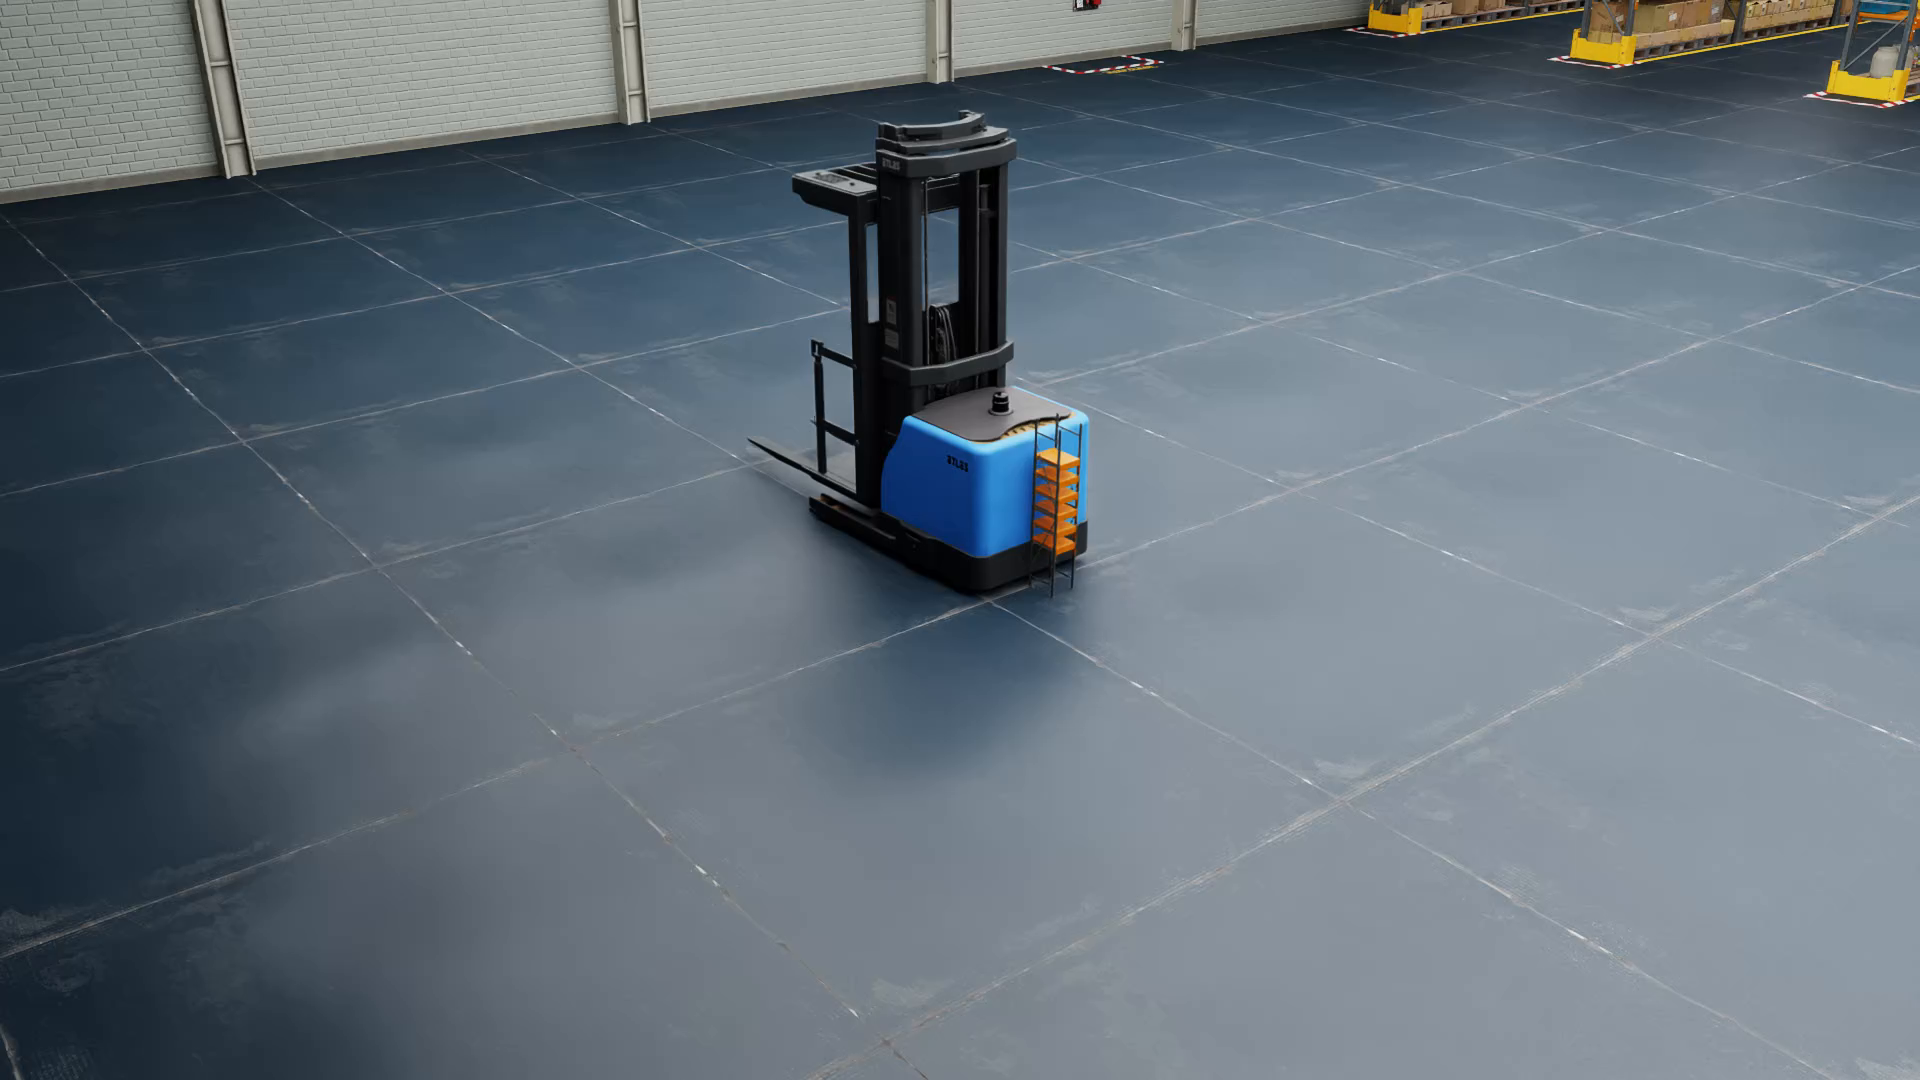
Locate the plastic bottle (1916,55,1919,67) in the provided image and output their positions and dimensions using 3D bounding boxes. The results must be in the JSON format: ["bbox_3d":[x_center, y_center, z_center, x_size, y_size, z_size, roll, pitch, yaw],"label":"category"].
[{"bbox_3d":[16.926,-8.464,29.353,0.097,0.201,0.097,0,25,0],"label":"plastic bottle"}]

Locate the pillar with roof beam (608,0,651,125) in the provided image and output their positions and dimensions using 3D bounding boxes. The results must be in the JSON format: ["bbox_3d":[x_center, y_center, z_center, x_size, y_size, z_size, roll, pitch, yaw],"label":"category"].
[{"bbox_3d":[-2.414,-9.173,20.953,0.400,9.000,9.100,-18,31,-34],"label":"pillar with roof beam"}]

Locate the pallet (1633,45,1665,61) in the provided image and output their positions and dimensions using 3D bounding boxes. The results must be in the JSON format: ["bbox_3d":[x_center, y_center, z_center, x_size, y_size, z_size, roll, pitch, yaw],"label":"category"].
[{"bbox_3d":[12.712,-9.393,31.865,1.213,0.211,1.003,-18,31,-34],"label":"pallet"}]

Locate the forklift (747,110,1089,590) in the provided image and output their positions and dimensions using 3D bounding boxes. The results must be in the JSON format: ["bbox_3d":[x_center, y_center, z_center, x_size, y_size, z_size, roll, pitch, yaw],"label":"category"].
[{"bbox_3d":[-0.450,-1.543,11.720,1.130,2.935,3.031,-20,31,-36],"label":"forklift"}]

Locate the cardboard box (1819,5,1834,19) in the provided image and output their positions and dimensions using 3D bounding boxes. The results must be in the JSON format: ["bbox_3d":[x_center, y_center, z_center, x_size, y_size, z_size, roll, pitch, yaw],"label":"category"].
[{"bbox_3d":[18.168,-11.249,35.320,0.500,0.250,0.500,-17,30,-33],"label":"cardboard box"}]

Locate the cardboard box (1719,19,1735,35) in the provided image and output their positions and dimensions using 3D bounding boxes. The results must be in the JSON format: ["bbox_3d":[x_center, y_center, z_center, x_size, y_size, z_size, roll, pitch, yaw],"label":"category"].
[{"bbox_3d":[15.054,-10.235,33.134,0.500,0.250,0.500,-18,31,-34],"label":"cardboard box"}]

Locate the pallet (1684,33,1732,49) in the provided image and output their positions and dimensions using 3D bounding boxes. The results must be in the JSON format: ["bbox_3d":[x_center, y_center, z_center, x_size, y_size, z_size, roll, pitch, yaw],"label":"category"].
[{"bbox_3d":[14.632,-10.027,33.231,1.213,0.211,1.003,-18,31,-34],"label":"pallet"}]

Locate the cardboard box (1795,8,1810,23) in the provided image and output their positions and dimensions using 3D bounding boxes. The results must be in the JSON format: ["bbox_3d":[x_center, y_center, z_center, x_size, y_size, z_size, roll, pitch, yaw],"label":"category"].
[{"bbox_3d":[17.367,-10.984,34.749,0.500,0.250,0.500,-17,30,-33],"label":"cardboard box"}]

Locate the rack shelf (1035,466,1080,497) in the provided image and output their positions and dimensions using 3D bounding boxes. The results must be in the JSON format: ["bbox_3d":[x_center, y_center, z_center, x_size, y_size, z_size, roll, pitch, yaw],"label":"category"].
[{"bbox_3d":[0.625,-0.393,10.825,0.180,0.103,0.258,-20,33,-36],"label":"rack shelf"}]

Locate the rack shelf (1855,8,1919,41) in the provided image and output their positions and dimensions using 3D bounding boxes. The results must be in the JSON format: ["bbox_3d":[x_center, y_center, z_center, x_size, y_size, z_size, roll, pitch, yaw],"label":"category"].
[{"bbox_3d":[16.764,-8.996,28.553,4.000,0.370,1.077,-18,31,-34],"label":"rack shelf"}]

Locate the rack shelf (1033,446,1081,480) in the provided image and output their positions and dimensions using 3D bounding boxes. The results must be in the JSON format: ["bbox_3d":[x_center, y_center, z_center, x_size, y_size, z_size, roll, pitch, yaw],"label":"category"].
[{"bbox_3d":[0.628,-0.501,10.772,0.180,0.103,0.258,-20,33,-36],"label":"rack shelf"}]

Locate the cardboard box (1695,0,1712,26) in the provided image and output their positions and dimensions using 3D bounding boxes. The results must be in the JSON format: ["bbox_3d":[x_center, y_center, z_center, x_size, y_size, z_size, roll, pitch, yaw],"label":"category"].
[{"bbox_3d":[14.262,-10.318,32.422,0.500,0.500,0.500,-18,31,-34],"label":"cardboard box"}]

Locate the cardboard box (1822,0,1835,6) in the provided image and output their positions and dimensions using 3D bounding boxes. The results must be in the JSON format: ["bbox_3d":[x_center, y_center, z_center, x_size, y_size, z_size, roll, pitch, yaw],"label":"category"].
[{"bbox_3d":[18.171,-11.503,35.201,0.500,0.311,0.500,-17,30,-33],"label":"cardboard box"}]

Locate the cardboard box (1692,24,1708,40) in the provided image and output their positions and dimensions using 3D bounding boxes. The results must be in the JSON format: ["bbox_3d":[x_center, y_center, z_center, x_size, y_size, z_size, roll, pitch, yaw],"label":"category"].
[{"bbox_3d":[14.270,-9.973,32.571,0.500,0.250,0.500,-18,31,-34],"label":"cardboard box"}]

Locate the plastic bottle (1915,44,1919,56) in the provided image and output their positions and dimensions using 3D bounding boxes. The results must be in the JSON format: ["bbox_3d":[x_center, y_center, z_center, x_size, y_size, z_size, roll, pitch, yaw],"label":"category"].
[{"bbox_3d":[16.963,-8.609,29.487,0.185,0.351,0.144,-19,31,-34],"label":"plastic bottle"}]

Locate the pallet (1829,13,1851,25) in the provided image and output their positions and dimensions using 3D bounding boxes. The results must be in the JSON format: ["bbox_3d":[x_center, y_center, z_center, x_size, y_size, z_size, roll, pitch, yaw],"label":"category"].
[{"bbox_3d":[19.042,-11.440,36.276,1.213,0.211,1.003,-18,31,-34],"label":"pallet"}]

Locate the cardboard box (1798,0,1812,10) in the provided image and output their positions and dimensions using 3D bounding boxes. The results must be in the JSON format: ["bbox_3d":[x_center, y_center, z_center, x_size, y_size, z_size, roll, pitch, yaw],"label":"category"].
[{"bbox_3d":[17.367,-11.236,34.625,0.500,0.311,0.500,-18,31,-34],"label":"cardboard box"}]

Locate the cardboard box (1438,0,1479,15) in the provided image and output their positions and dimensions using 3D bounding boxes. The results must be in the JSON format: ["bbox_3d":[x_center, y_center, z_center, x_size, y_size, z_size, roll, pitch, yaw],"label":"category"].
[{"bbox_3d":[10.733,-11.623,35.805,0.500,0.500,0.700,-21,32,-37],"label":"cardboard box"}]

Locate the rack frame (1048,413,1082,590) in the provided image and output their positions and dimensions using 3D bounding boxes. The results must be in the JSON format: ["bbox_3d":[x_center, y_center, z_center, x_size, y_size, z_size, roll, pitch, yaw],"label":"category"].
[{"bbox_3d":[0.691,-0.243,10.965,0.006,1.200,0.240,-20,33,-36],"label":"rack frame"}]

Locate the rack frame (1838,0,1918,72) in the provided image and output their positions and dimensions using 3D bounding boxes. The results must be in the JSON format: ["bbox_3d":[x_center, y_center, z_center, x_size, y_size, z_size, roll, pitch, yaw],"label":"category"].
[{"bbox_3d":[15.190,-8.803,27.282,0.127,3.000,1.000,-18,31,-34],"label":"rack frame"}]

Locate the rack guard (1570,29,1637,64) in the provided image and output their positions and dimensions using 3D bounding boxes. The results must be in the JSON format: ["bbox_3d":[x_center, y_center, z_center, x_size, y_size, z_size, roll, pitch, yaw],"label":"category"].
[{"bbox_3d":[12.117,-9.305,31.333,0.348,0.500,1.175,-18,31,-34],"label":"rack guard"}]

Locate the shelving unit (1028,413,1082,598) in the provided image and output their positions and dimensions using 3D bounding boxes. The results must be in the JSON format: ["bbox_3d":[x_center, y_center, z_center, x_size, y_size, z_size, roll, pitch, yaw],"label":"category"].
[{"bbox_3d":[0.622,-0.218,10.911,0.189,1.200,0.258,-20,33,-36],"label":"shelving unit"}]

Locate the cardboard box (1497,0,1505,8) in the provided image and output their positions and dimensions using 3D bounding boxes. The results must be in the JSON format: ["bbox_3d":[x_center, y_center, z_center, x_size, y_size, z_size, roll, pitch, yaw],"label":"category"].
[{"bbox_3d":[11.822,-11.890,36.776,0.380,0.166,0.250,22,33,39],"label":"cardboard box"}]

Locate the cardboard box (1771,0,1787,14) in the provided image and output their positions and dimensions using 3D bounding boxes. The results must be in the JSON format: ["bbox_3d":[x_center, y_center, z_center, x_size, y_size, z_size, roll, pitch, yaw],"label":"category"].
[{"bbox_3d":[16.566,-10.970,34.052,0.500,0.311,0.500,-19,31,-36],"label":"cardboard box"}]

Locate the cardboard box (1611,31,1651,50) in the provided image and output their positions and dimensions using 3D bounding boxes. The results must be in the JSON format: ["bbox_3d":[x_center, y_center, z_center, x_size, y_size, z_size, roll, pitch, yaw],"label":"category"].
[{"bbox_3d":[12.695,-9.454,31.452,0.500,0.250,0.500,-18,31,-34],"label":"cardboard box"}]

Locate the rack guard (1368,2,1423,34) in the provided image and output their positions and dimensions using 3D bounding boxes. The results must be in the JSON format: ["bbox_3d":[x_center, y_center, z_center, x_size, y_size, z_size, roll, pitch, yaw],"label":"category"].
[{"bbox_3d":[9.136,-10.971,34.923,0.348,0.500,1.175,-18,31,-34],"label":"rack guard"}]

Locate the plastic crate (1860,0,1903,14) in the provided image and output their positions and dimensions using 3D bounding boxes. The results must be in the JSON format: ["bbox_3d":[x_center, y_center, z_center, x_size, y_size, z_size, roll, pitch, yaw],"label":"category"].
[{"bbox_3d":[15.399,-8.965,27.808,0.616,0.251,0.499,-18,31,-34],"label":"plastic crate"}]

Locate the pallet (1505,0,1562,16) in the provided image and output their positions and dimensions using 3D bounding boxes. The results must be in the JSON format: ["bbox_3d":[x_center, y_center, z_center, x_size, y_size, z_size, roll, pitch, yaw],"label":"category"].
[{"bbox_3d":[12.836,-12.062,37.617,1.213,0.211,1.003,-18,31,-34],"label":"pallet"}]

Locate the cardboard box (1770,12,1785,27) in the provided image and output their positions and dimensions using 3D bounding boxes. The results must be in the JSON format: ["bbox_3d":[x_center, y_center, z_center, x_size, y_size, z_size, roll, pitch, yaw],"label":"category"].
[{"bbox_3d":[16.563,-10.718,34.176,0.500,0.250,0.500,-19,31,-36],"label":"cardboard box"}]

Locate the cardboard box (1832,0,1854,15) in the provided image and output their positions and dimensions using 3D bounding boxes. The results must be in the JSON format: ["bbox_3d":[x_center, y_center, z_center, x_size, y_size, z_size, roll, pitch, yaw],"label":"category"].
[{"bbox_3d":[18.966,-11.613,35.782,0.500,0.500,0.500,-17,30,-32],"label":"cardboard box"}]

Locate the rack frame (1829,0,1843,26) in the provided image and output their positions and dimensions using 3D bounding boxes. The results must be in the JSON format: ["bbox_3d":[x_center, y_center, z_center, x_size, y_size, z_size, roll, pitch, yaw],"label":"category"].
[{"bbox_3d":[18.432,-12.523,35.298,0.127,3.000,1.000,-18,31,-34],"label":"rack frame"}]

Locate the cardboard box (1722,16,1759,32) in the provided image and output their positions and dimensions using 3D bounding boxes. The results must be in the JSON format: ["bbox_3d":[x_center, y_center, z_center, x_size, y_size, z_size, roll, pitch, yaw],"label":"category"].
[{"bbox_3d":[15.754,-10.450,33.598,0.500,0.250,0.500,-19,31,-35],"label":"cardboard box"}]

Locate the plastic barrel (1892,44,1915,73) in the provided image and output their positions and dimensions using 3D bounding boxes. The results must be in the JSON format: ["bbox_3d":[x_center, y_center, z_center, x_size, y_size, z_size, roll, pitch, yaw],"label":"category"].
[{"bbox_3d":[16.055,-8.192,28.421,0.421,0.512,0.421,0,25,0],"label":"plastic barrel"}]

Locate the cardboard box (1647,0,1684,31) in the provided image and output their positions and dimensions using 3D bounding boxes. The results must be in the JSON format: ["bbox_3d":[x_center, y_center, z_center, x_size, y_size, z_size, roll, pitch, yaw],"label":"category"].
[{"bbox_3d":[13.473,-10.059,31.864,0.500,0.500,0.500,-18,31,-34],"label":"cardboard box"}]

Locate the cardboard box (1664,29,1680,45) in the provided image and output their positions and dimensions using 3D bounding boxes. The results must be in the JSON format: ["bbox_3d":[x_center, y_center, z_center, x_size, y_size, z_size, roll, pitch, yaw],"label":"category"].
[{"bbox_3d":[13.480,-9.715,32.014,0.500,0.250,0.500,-18,31,-34],"label":"cardboard box"}]

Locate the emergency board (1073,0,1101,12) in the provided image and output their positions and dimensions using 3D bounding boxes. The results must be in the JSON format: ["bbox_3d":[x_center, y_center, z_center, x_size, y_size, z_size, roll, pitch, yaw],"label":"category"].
[{"bbox_3d":[2.404,-10.366,30.649,0.643,1.169,0.194,-18,31,-34],"label":"emergency board"}]

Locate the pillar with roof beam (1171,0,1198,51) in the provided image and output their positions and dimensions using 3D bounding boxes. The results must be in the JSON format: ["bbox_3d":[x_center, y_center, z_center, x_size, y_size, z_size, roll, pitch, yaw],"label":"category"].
[{"bbox_3d":[7.029,-12.290,27.669,0.400,9.000,9.100,-18,31,-34],"label":"pillar with roof beam"}]

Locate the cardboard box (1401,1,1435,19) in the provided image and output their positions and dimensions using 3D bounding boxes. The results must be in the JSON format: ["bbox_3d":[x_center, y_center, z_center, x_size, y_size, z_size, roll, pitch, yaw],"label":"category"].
[{"bbox_3d":[9.677,-11.215,35.150,0.500,0.311,0.500,-23,33,-40],"label":"cardboard box"}]

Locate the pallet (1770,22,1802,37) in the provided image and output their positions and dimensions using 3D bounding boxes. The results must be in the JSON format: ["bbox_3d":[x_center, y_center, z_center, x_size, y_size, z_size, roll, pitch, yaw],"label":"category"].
[{"bbox_3d":[16.800,-10.742,34.773,1.213,0.211,1.003,-18,31,-34],"label":"pallet"}]

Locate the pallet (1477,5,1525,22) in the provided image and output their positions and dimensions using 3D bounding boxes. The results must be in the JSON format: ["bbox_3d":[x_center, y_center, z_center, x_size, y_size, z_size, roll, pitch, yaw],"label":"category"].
[{"bbox_3d":[11.718,-11.673,36.779,1.213,0.211,1.003,-18,31,-34],"label":"pallet"}]

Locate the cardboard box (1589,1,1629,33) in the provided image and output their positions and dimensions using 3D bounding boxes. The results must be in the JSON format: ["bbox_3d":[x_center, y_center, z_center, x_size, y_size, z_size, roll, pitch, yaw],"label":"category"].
[{"bbox_3d":[12.375,-9.966,31.665,0.500,0.500,0.500,-18,31,-34],"label":"cardboard box"}]

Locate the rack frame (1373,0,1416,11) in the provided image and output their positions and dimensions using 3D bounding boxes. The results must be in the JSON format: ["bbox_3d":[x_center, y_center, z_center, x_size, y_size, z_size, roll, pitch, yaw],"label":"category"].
[{"bbox_3d":[9.077,-12.085,34.354,0.127,3.000,1.000,-18,31,-34],"label":"rack frame"}]

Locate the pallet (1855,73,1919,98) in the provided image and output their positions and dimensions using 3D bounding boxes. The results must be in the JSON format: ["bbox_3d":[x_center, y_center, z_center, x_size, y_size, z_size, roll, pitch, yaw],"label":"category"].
[{"bbox_3d":[15.863,-7.783,28.397,1.213,0.211,1.003,-18,31,-34],"label":"pallet"}]

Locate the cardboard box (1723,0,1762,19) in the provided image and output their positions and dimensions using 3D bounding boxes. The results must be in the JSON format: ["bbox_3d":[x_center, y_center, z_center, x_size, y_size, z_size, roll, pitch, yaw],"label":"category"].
[{"bbox_3d":[15.763,-10.707,33.485,0.500,0.311,0.500,-18,30,-34],"label":"cardboard box"}]

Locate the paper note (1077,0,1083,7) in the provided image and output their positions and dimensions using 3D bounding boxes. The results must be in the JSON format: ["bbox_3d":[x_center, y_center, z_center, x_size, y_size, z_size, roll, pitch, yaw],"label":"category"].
[{"bbox_3d":[2.222,-9.943,30.785,0.142,0.148,0.016,-18,31,-34],"label":"paper note"}]

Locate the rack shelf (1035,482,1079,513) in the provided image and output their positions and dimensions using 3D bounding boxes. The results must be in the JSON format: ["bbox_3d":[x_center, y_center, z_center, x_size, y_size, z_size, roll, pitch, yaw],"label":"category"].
[{"bbox_3d":[0.623,-0.286,10.878,0.180,0.103,0.258,-20,33,-36],"label":"rack shelf"}]

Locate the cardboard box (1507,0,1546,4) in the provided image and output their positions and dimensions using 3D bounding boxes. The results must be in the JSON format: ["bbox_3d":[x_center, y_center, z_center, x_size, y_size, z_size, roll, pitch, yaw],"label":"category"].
[{"bbox_3d":[12.793,-12.387,37.450,0.500,0.500,0.700,-17,30,-32],"label":"cardboard box"}]
